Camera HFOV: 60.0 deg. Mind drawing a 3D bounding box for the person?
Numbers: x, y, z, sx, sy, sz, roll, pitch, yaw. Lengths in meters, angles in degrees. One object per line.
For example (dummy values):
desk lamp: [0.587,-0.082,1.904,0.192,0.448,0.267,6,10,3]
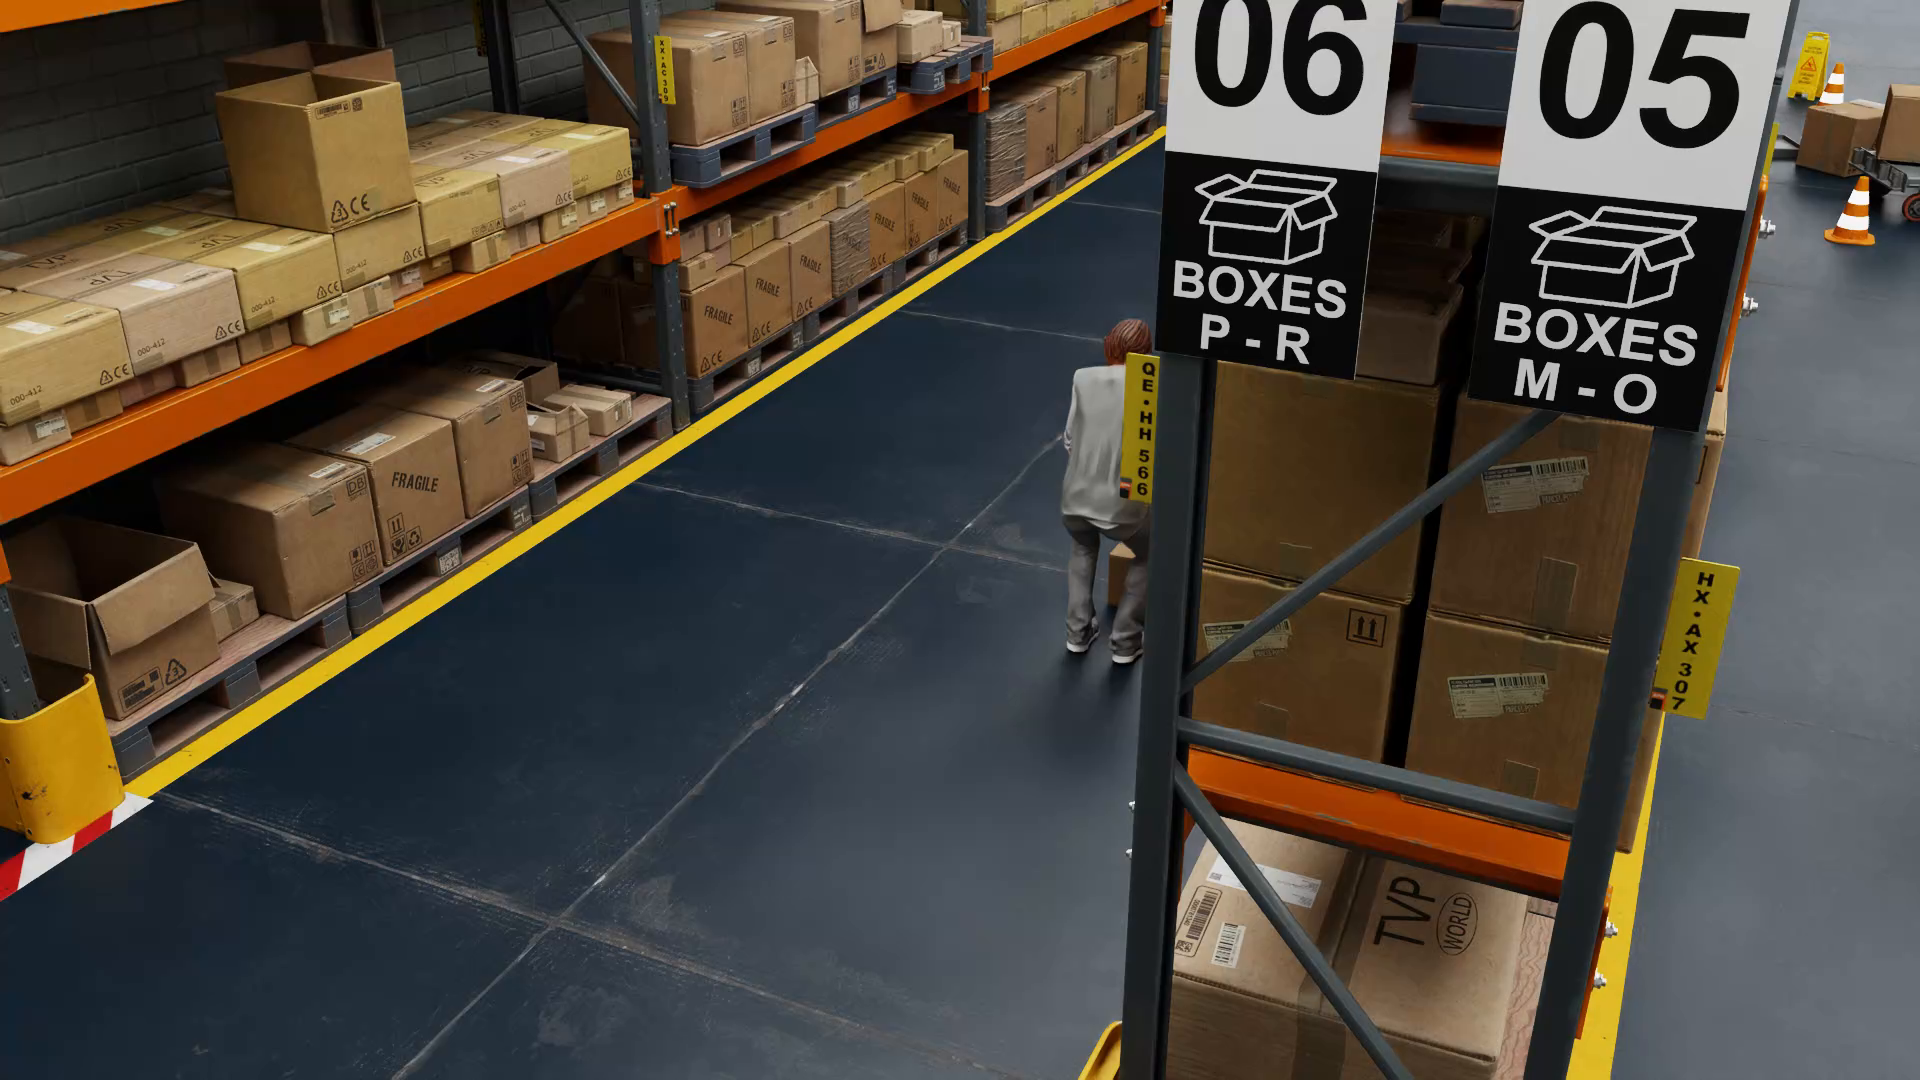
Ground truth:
person: [0.601,-0.179,6.742,0.460,1.376,0.602,12,29,23]
